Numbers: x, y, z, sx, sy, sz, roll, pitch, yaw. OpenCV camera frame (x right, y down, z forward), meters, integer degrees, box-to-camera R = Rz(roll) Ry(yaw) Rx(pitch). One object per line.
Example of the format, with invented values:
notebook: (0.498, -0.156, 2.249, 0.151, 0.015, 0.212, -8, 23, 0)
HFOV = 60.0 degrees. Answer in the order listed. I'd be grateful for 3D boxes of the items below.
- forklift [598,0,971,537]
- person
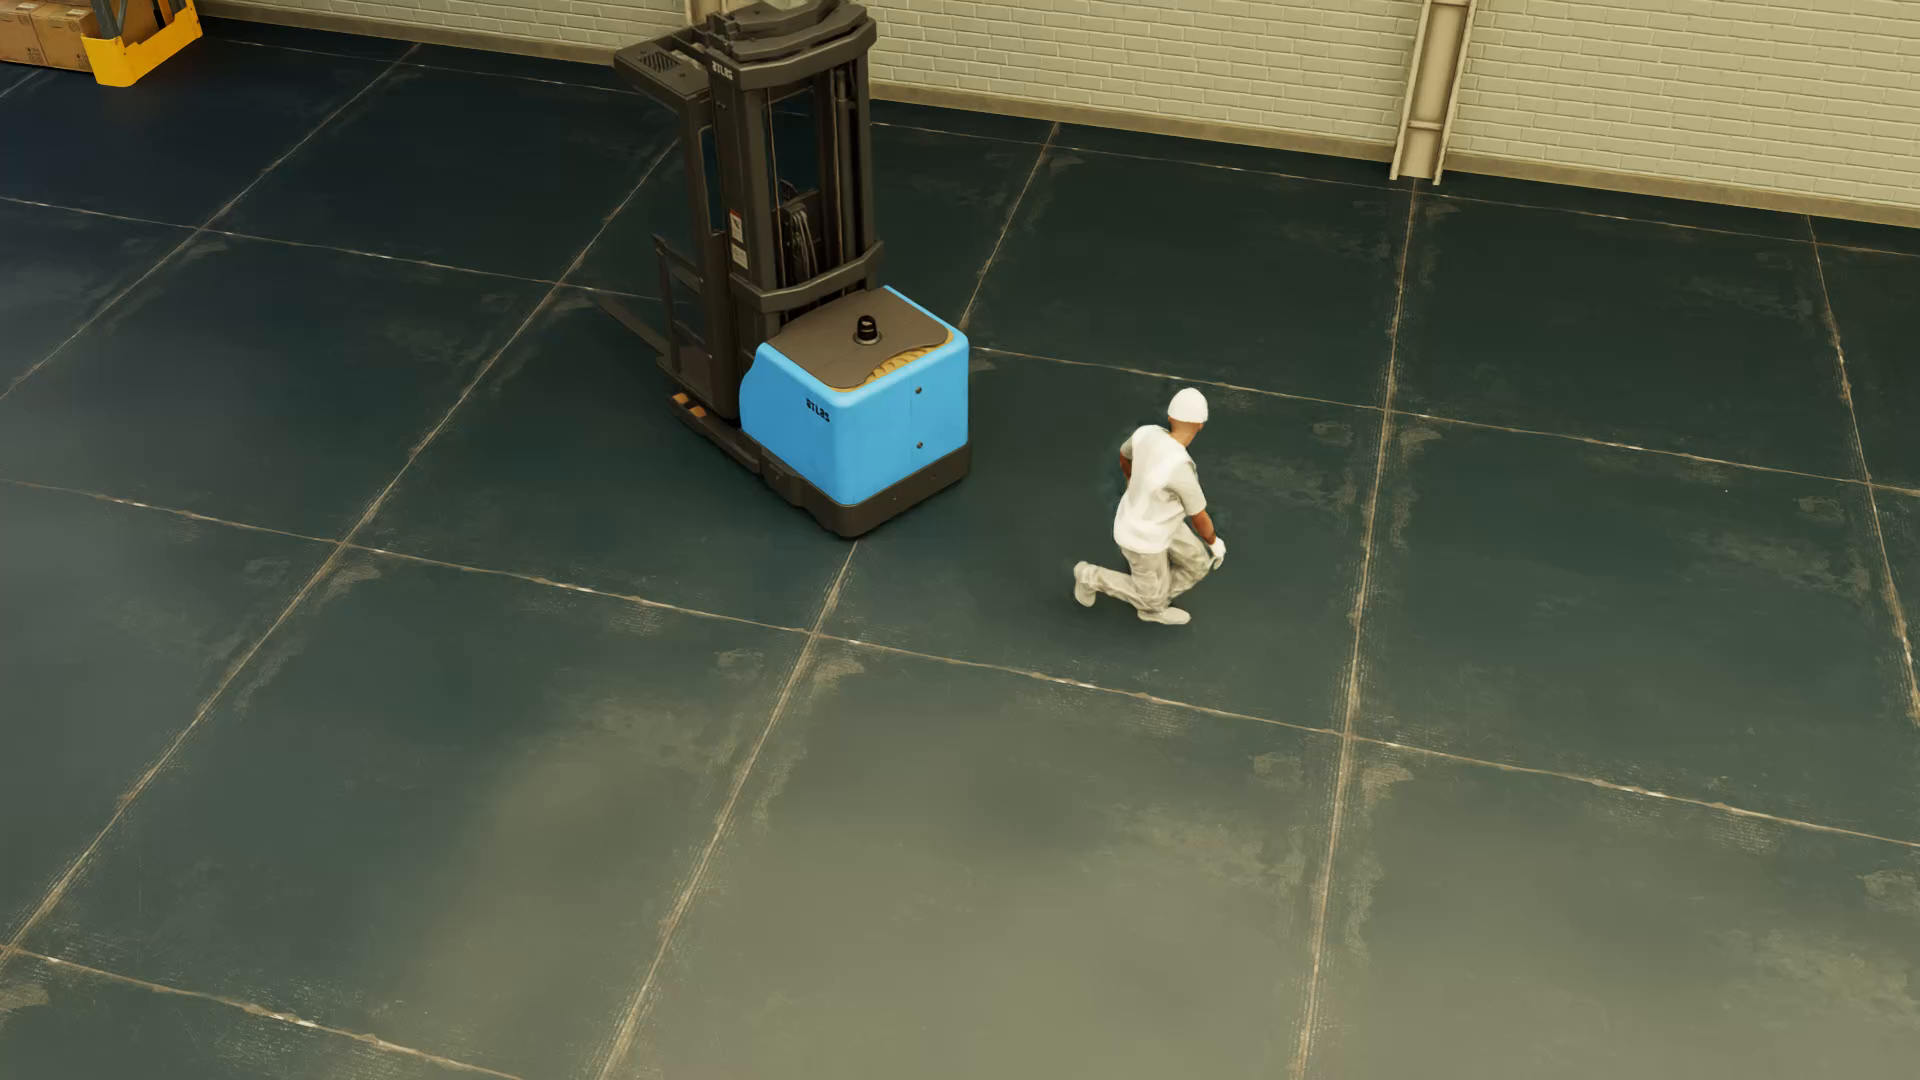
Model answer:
forklift: (-1.287, -2.012, 10.156, 1.130, 2.935, 3.031, -30, 50, -30)
person: (1.058, -0.163, 9.116, 0.827, 1.550, 0.679, 7, 42, 8)
